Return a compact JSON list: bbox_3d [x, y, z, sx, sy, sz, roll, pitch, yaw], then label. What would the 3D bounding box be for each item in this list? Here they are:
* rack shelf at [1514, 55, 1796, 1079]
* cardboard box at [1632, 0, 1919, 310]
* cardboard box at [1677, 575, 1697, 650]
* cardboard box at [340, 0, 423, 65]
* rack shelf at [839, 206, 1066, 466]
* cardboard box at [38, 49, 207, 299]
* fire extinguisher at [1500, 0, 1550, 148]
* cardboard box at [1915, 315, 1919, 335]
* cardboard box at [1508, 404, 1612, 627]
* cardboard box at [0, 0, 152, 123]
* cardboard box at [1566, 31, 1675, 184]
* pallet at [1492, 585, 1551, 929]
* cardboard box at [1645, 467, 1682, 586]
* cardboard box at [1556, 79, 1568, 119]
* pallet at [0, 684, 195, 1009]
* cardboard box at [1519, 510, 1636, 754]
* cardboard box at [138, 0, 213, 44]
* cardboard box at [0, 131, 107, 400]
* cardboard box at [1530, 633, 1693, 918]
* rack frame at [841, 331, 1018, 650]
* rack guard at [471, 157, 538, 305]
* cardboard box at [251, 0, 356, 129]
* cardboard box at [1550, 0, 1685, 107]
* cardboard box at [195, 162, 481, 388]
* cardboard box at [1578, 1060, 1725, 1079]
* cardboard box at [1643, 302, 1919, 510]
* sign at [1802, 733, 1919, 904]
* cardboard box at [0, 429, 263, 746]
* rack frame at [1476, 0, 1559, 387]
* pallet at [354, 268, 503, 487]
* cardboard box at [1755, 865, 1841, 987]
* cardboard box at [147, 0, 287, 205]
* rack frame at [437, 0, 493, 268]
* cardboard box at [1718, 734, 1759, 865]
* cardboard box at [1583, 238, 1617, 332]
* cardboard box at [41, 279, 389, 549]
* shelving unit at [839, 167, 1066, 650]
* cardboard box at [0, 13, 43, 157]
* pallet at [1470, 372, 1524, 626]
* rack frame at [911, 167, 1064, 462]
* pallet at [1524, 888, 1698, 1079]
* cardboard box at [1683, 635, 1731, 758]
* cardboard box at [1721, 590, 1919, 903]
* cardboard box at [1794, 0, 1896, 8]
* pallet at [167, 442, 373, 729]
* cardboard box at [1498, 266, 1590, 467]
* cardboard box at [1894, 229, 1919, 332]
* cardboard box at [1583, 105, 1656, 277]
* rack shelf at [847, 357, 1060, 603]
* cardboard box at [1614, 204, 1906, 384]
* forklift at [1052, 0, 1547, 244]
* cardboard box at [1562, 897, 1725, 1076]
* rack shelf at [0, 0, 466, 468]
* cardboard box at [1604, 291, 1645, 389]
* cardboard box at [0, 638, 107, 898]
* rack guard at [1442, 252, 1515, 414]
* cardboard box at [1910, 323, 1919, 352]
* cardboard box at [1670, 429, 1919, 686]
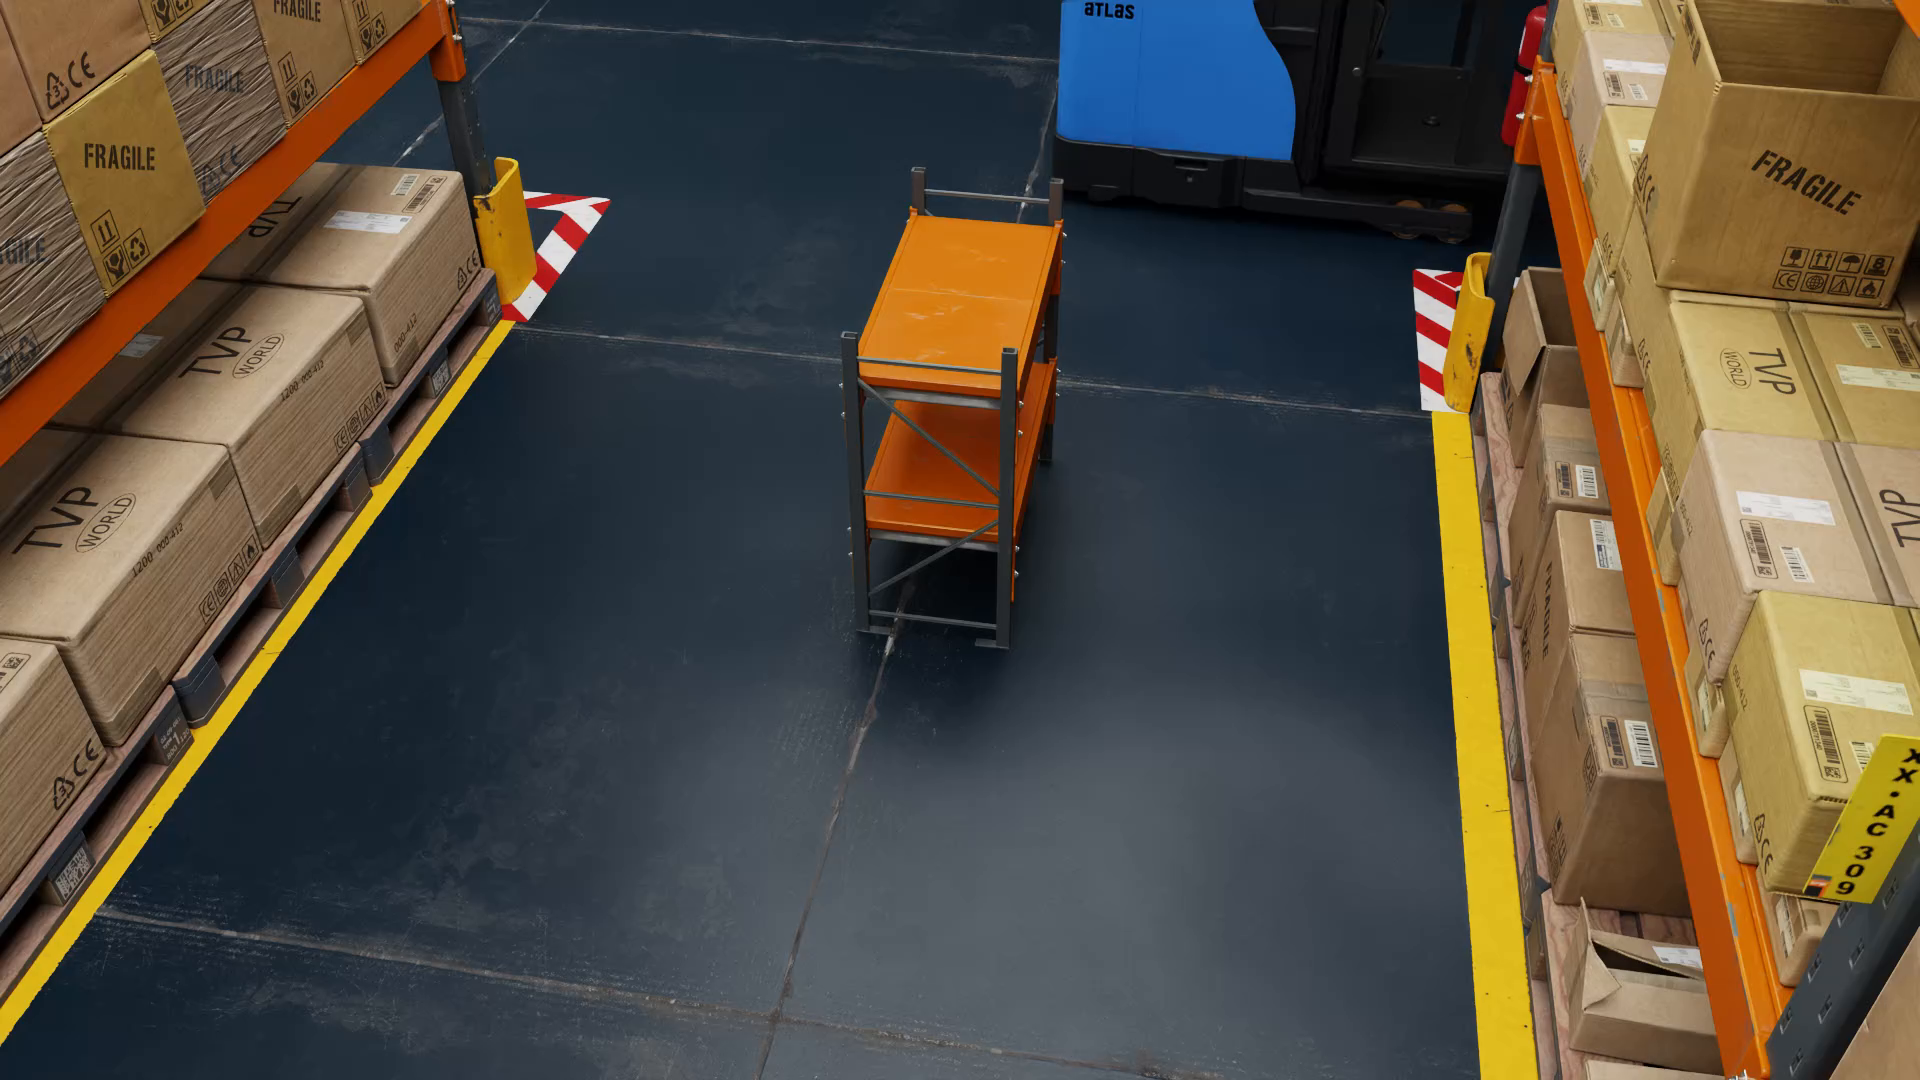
[{"bbox_3d":[2.128,-0.207,4.210,1.077,0.370,4.000,6,40,8],"label":"rack shelf"},{"bbox_3d":[1.871,-0.888,3.766,0.500,0.500,0.500,7,40,9],"label":"cardboard box"},{"bbox_3d":[1.705,0.147,3.415,0.380,0.149,0.250,7,40,9],"label":"cardboard box"},{"bbox_3d":[-2.238,-1.991,5.725,0.500,0.500,0.500,7,40,8],"label":"cardboard box"},{"bbox_3d":[0.001,-0.663,5.210,0.538,0.278,1.000,6,40,8],"label":"rack shelf"},{"bbox_3d":[-2.496,-1.028,4.561,0.500,0.500,0.500,8,40,9],"label":"cardboard box"},{"bbox_3d":[2.044,-1.709,5.816,0.296,0.674,0.183,6,40,8],"label":"fire extinguisher"},{"bbox_3d":[2.302,-0.480,3.272,0.500,0.500,0.500,5,40,6],"label":"cardboard box"},{"bbox_3d":[2.089,-0.032,5.067,0.700,0.500,0.500,8,40,9],"label":"cardboard box"},{"bbox_3d":[-2.503,-1.422,4.253,0.500,0.500,0.500,6,40,7],"label":"cardboard box"},{"bbox_3d":[2.043,-1.224,4.761,0.500,0.250,0.500,7,40,8],"label":"cardboard box"},{"bbox_3d":[2.111,0.647,4.802,1.003,0.211,1.213,6,40,8],"label":"pallet"},{"bbox_3d":[1.722,-0.016,3.613,0.380,0.149,0.250,6,40,7],"label":"cardboard box"},{"bbox_3d":[2.147,-1.466,5.366,0.380,0.149,0.250,6,40,7],"label":"cardboard box"},{"bbox_3d":[-2.899,0.832,4.577,1.003,0.211,1.213,6,40,8],"label":"pallet"},{"bbox_3d":[1.899,0.289,4.679,0.500,0.500,0.500,7,40,8],"label":"cardboard box"},{"bbox_3d":[-2.414,-1.738,4.635,0.500,0.500,0.500,6,40,7],"label":"cardboard box"},{"bbox_3d":[-2.585,-0.705,4.170,0.500,0.500,0.500,7,40,8],"label":"cardboard box"},{"bbox_3d":[1.909,0.620,4.279,0.700,0.500,0.500,5,40,6],"label":"cardboard box"},{"bbox_3d":[-0.087,-0.119,5.011,0.500,1.125,0.032,6,40,8],"label":"rack frame"},{"bbox_3d":[-2.411,-1.336,6.973,1.175,0.500,0.348,6,40,8],"label":"rack guard"},{"bbox_3d":[-2.340,-1.677,5.346,0.500,0.500,0.500,6,40,7],"label":"cardboard box"},{"bbox_3d":[2.130,-1.541,5.144,0.500,0.250,0.500,7,40,8],"label":"cardboard box"},{"bbox_3d":[-2.431,-1.033,6.327,0.875,0.438,0.875,5,40,6],"label":"cardboard box"},{"bbox_3d":[1.589,1.326,3.700,0.380,0.149,0.250,5,40,6],"label":"cardboard box"},{"bbox_3d":[1.801,-0.260,3.594,0.500,0.250,0.500,6,40,7],"label":"cardboard box"},{"bbox_3d":[1.246,0.383,2.254,0.100,0.325,0.005,6,40,8],"label":"sign"},{"bbox_3d":[-2.739,0.108,4.947,0.875,0.438,0.875,5,40,6],"label":"cardboard box"},{"bbox_3d":[2.474,-1.739,5.499,1.000,3.000,0.127,6,40,8],"label":"rack frame"},{"bbox_3d":[-2.476,-0.699,6.430,1.003,0.211,1.213,6,40,8],"label":"pallet"},{"bbox_3d":[1.588,0.640,2.819,0.380,0.149,0.250,7,40,8],"label":"cardboard box"},{"bbox_3d":[-2.419,-1.353,4.954,0.500,0.500,0.500,7,40,9],"label":"cardboard box"},{"bbox_3d":[-2.415,-2.284,6.158,1.000,3.000,0.127,6,40,8],"label":"rack frame"},{"bbox_3d":[1.612,0.474,3.019,0.380,0.149,0.250,7,40,9],"label":"cardboard box"},{"bbox_3d":[1.875,-0.663,4.395,0.380,0.149,0.250,5,40,6],"label":"cardboard box"},{"bbox_3d":[-2.581,-0.458,5.631,0.875,0.438,0.875,7,40,9],"label":"cardboard box"},{"bbox_3d":[0.001,-0.438,5.397,0.538,1.125,1.048,6,40,8],"label":"shelving unit"},{"bbox_3d":[-2.593,-1.106,3.871,0.500,0.500,0.500,7,40,9],"label":"cardboard box"},{"bbox_3d":[2.324,-0.116,5.725,1.003,0.211,1.213,6,40,8],"label":"pallet"},{"bbox_3d":[0.089,-0.757,5.783,0.500,1.125,0.032,6,40,8],"label":"rack frame"},{"bbox_3d":[1.902,1.415,3.873,1.003,0.211,1.213,6,40,8],"label":"pallet"},{"bbox_3d":[1.633,0.309,3.220,0.380,0.149,0.250,7,40,9],"label":"cardboard box"},{"bbox_3d":[1.630,0.368,2.835,0.500,0.250,0.500,7,40,9],"label":"cardboard box"},{"bbox_3d":[2.656,-1.478,5.068,0.500,0.250,0.500,7,40,9],"label":"cardboard box"},{"bbox_3d":[-2.690,0.065,5.506,1.003,0.211,1.213,6,40,8],"label":"pallet"},{"bbox_3d":[2.275,-0.565,5.709,0.797,0.503,0.637,5,40,6],"label":"cardboard box"},{"bbox_3d":[2.385,-0.516,3.904,0.500,0.250,0.500,6,40,8],"label":"cardboard box"},{"bbox_3d":[1.959,-0.906,4.376,0.500,0.250,0.500,6,40,7],"label":"cardboard box"},{"bbox_3d":[0.001,-0.249,5.553,0.538,0.278,1.000,6,40,8],"label":"rack shelf"},{"bbox_3d":[1.891,-0.583,3.985,0.500,0.250,0.500,5,40,7],"label":"cardboard box"},{"bbox_3d":[1.992,-2.807,6.845,3.031,2.935,1.130,8,40,9],"label":"forklift"},{"bbox_3d":[1.651,1.057,3.933,0.396,0.266,0.258,8,40,9],"label":"cardboard box"},{"bbox_3d":[-2.761,-0.752,4.869,1.077,0.370,4.000,6,40,8],"label":"rack shelf"},{"bbox_3d":[1.850,-0.496,4.193,0.380,0.149,0.250,7,40,9],"label":"cardboard box"},{"bbox_3d":[-2.893,0.670,4.267,0.875,0.438,0.875,6,40,7],"label":"cardboard box"},{"bbox_3d":[2.461,-0.728,6.238,1.175,0.500,0.348,6,40,8],"label":"rack guard"},{"bbox_3d":[2.305,-0.206,3.529,0.500,0.250,0.500,7,40,9],"label":"cardboard box"},{"bbox_3d":[1.702,0.052,3.217,0.500,0.250,0.500,7,40,8],"label":"cardboard box"}]
